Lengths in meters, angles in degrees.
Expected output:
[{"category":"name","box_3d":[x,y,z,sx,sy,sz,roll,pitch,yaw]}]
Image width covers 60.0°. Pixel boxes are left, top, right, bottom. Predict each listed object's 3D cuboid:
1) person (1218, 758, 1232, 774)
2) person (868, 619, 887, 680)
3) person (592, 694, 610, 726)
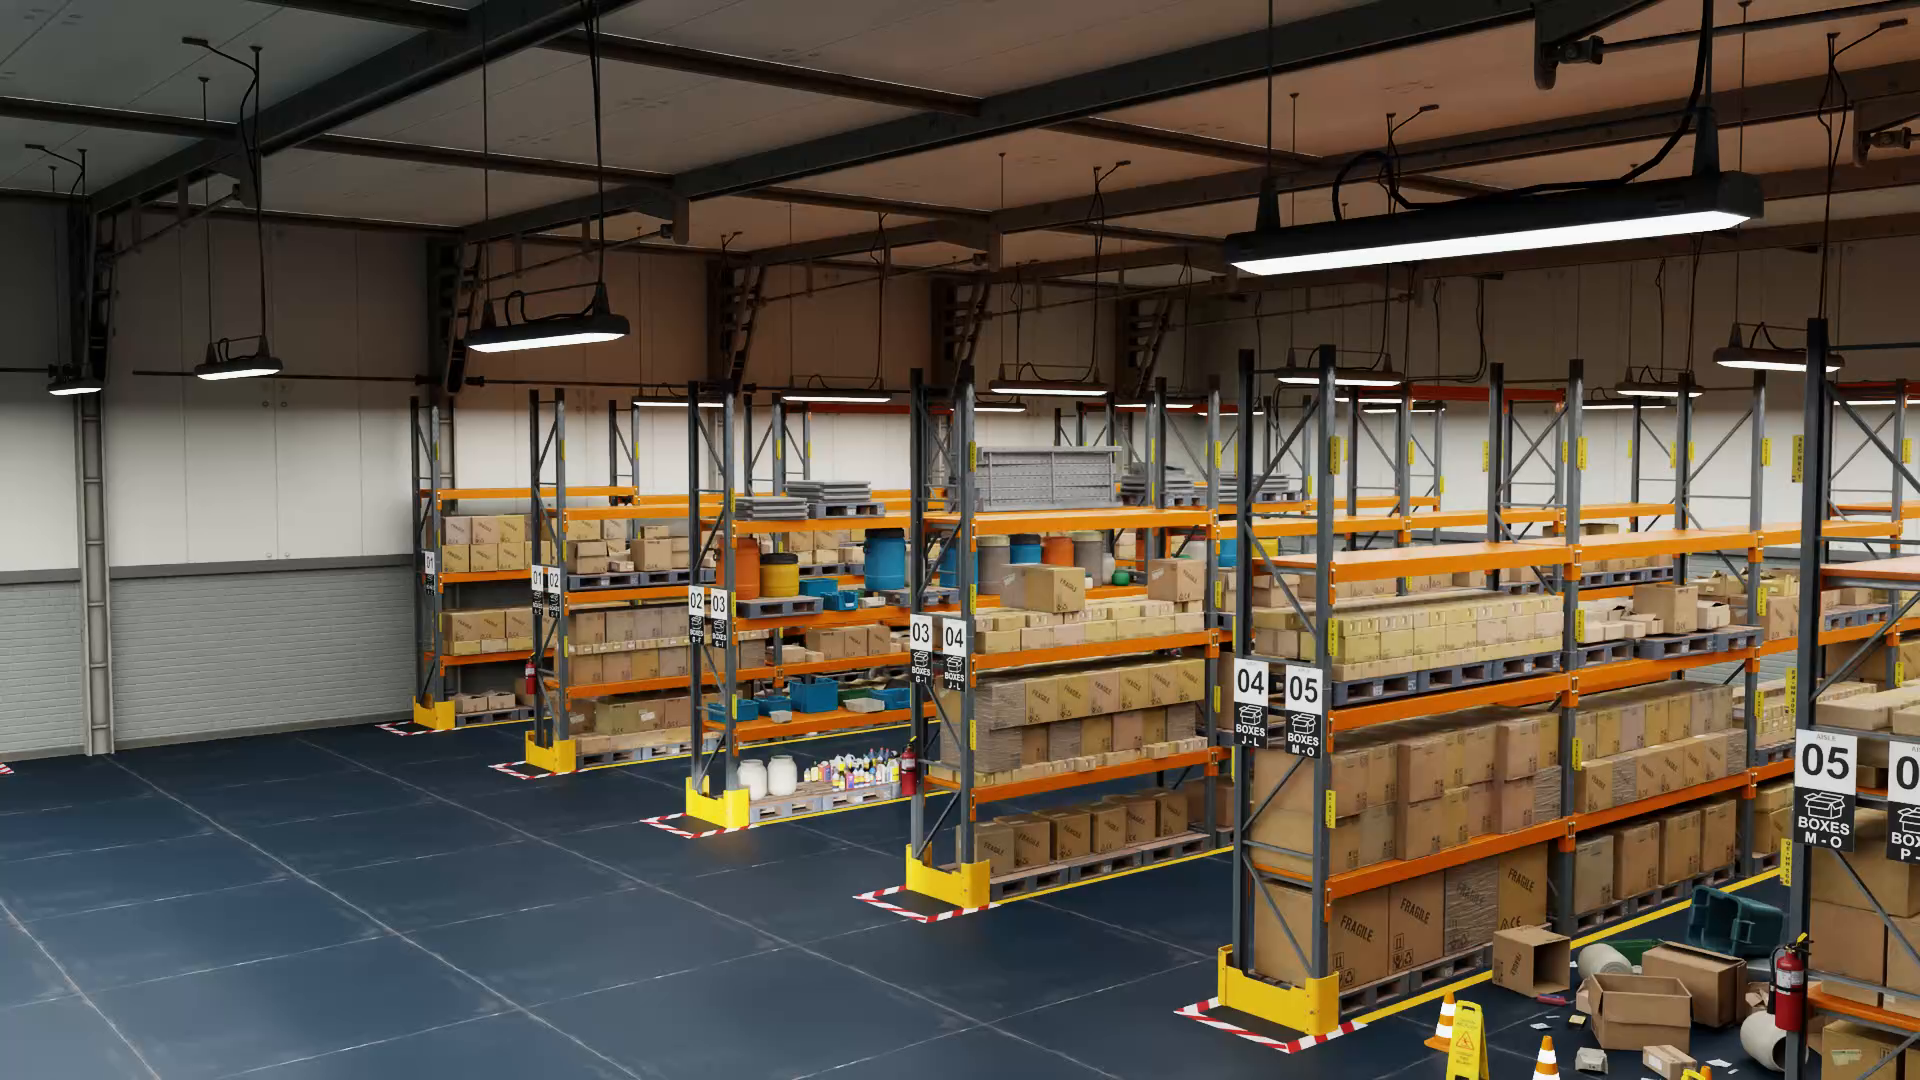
[{"category":"person","box_3d":[4.124,2.883,25.639,0.603,1.618,0.960,2,4,31]},{"category":"person","box_3d":[-1.589,2.399,32.792,0.816,1.713,0.511,-2,4,-33]},{"category":"person","box_3d":[-6.250,2.604,28.890,0.780,1.741,0.733,0,3,-6]}]
